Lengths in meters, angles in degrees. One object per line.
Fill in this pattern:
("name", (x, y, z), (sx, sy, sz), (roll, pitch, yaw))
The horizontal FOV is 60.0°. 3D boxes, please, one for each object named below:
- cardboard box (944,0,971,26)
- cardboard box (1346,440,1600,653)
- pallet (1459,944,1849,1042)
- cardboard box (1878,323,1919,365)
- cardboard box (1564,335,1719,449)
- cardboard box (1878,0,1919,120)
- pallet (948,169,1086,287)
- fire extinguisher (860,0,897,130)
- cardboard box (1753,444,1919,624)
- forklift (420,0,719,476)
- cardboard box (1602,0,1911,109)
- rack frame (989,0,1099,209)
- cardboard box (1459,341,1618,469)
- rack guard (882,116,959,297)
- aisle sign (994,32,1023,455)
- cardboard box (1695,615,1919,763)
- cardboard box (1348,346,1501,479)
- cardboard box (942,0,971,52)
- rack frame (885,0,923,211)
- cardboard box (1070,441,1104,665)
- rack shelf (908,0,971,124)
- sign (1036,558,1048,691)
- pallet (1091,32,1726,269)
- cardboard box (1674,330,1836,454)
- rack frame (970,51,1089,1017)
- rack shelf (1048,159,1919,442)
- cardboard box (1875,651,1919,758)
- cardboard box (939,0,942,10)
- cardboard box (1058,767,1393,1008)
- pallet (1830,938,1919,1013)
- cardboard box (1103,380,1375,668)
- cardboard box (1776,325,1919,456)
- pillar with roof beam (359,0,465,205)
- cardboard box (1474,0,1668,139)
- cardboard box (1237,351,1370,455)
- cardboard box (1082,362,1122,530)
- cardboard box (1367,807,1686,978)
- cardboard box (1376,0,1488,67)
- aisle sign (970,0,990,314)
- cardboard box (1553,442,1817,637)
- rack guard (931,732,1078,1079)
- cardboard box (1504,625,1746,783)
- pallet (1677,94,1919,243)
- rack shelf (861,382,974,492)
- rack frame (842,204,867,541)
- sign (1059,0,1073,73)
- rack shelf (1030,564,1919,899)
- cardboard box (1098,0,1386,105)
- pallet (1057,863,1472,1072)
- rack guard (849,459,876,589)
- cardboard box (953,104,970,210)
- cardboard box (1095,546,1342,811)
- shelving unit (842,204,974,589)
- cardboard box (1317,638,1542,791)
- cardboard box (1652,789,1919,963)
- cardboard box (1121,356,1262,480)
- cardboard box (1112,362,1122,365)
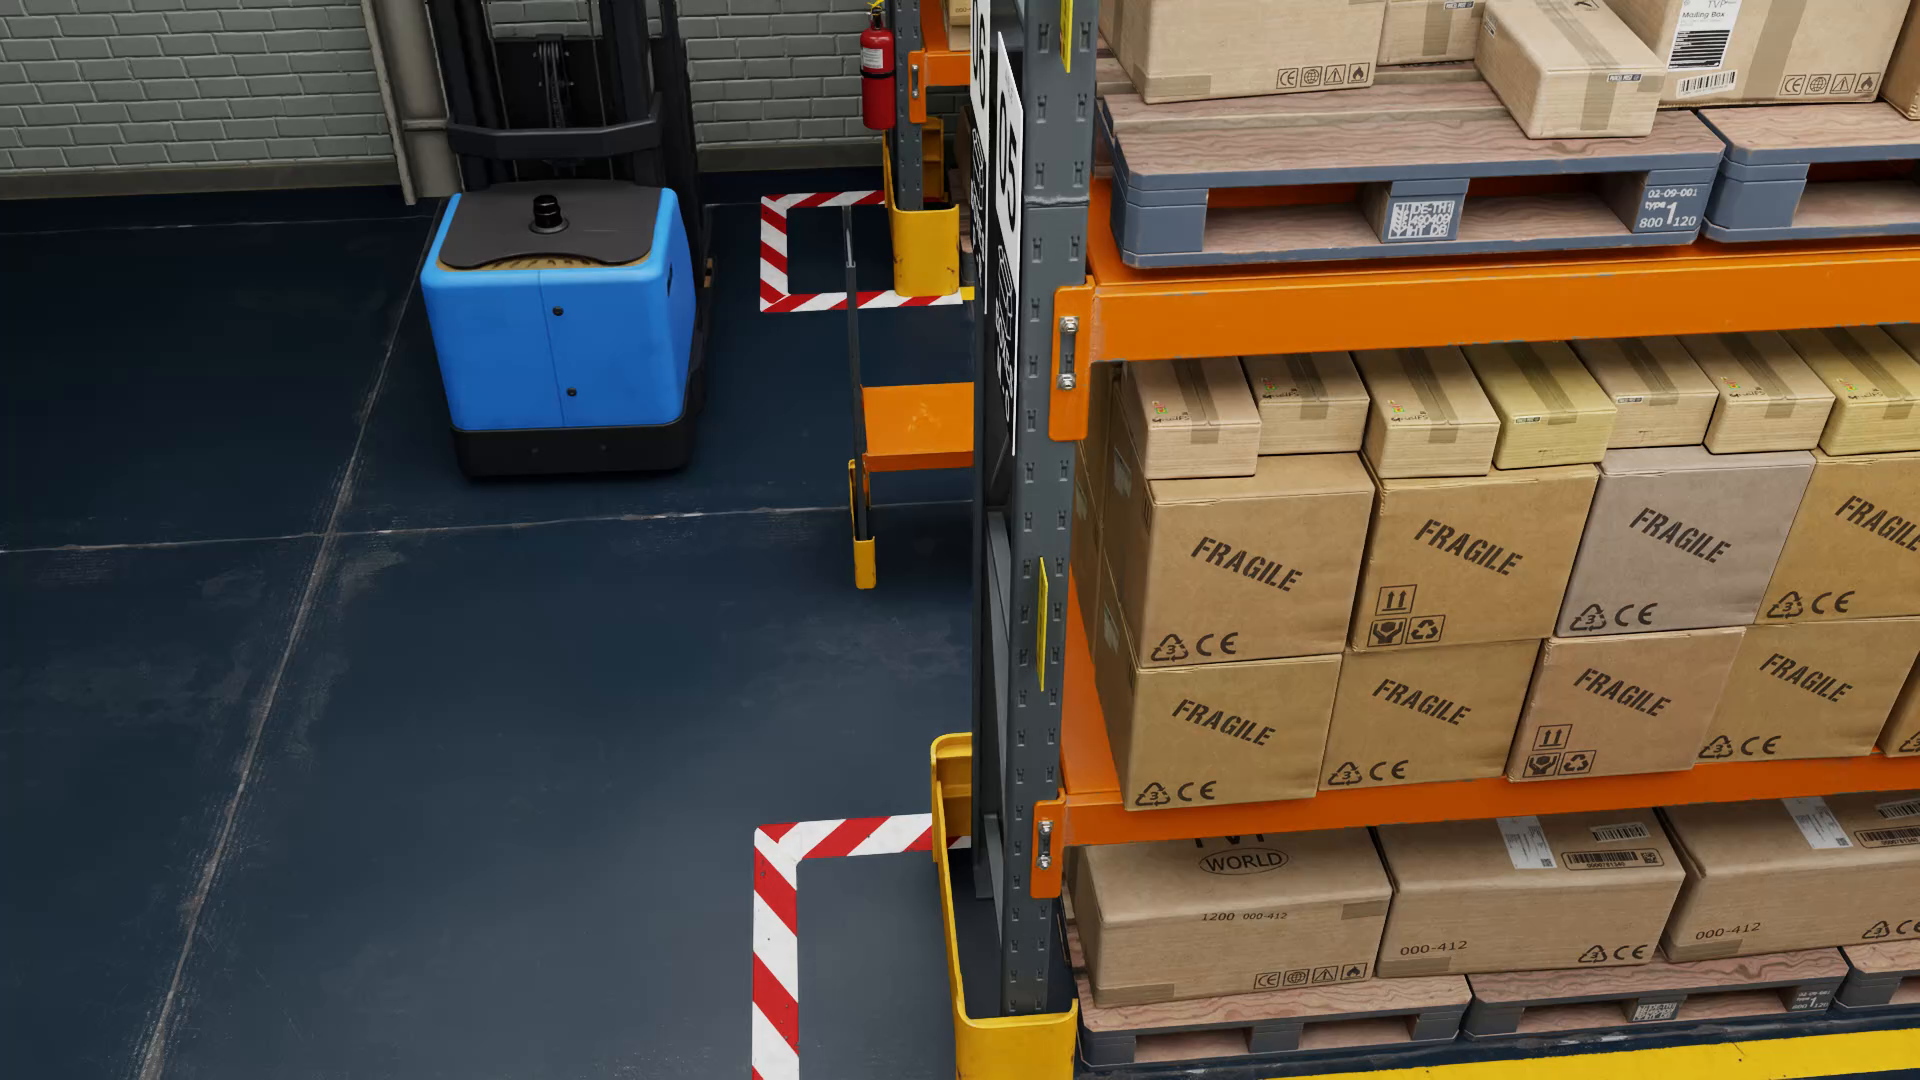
("cardboard box", (0.177, -2.755, 8.201), (0.500, 0.250, 0.500), (-3, 38, -4))
("cardboard box", (1.162, -0.091, 4.056), (0.500, 0.500, 0.500), (-4, 38, -5))
("pallet", (2.146, 1.162, 5.607), (1.213, 0.211, 1.003), (-3, 38, -4))
("cardboard box", (2.328, -0.414, 3.942), (0.250, 0.149, 0.380), (-3, 38, -4))
("cardboard box", (1.564, -0.385, 3.905), (0.250, 0.149, 0.380), (-3, 38, -4))
("cardboard box", (2.166, -1.215, 3.446), (0.500, 0.500, 0.500), (-3, 38, -3))
("pallet", (0.571, -1.792, 9.351), (1.213, 0.211, 1.003), (-3, 38, -4))
("fire extinguisher", (-0.405, -2.368, 8.193), (0.183, 0.674, 0.296), (-3, 38, -4))
("cardboard box", (2.171, -0.152, 4.133), (0.500, 0.500, 0.500), (-3, 38, -4))
("forklift", (-1.841, -2.334, 7.842), (1.130, 2.935, 3.031), (-2, 38, -3))
("cardboard box", (1.640, -1.174, 3.547), (0.500, 0.311, 0.500), (-2, 38, -3))
("rack frame", (0.144, -2.131, 2.686), (0.127, 3.000, 1.000), (-3, 38, -4))
("cardboard box", (1.307, -0.338, 3.845), (0.250, 0.149, 0.380), (-4, 38, -5))
("rack guard", (-0.223, -1.861, 9.205), (0.348, 0.500, 1.175), (-3, 38, -4))
("aisle sign", (0.098, -0.613, 3.507), (0.004, 0.787, 0.394), (-3, 38, -4))
("cardboard box", (2.155, 0.236, 4.448), (0.500, 0.500, 0.500), (-2, 38, -2))
("cardboard box", (1.046, -0.313, 3.813), (0.250, 0.149, 0.380), (-2, 38, -3))
("cardboard box", (0.053, -2.588, 8.311), (0.250, 0.149, 0.380), (-3, 38, -4))
("rack frame", (-0.299, -2.838, 8.425), (0.127, 3.000, 1.000), (-3, 38, -4))
("cardboard box", (0.601, -0.005, 4.754), (0.500, 0.500, 0.500), (-3, 38, -4))
("rack shelf", (1.693, -2.665, 8.787), (4.000, 0.370, 1.077), (-3, 38, -4))
("sign", (0.188, 0.196, 3.817), (0.005, 0.325, 0.100), (-3, 38, -4))
("pallet", (0.882, -0.966, 3.702), (1.213, 0.211, 1.003), (-3, 38, -4))
("cardboard box", (1.816, -0.373, 3.889), (0.250, 0.149, 0.380), (-3, 38, -4))
("rack frame", (0.144, 0.224, 4.544), (0.127, 3.000, 1.000), (-3, 38, -4))
("rack shelf", (2.137, -0.781, 3.977), (4.000, 0.370, 1.077), (-3, 38, -4))
("cardboard box", (2.678, 0.217, 4.473), (0.500, 0.500, 0.500), (-4, 38, -5))
("cardboard box", (0.007, -2.923, 8.736), (0.250, 0.149, 0.380), (-4, 38, -4))
("cardboard box", (0.793, 0.967, 5.332), (0.875, 0.438, 0.875), (-4, 38, -6))
("pallet", (3.364, 1.093, 5.694), (1.213, 0.211, 1.003), (-3, 38, -4))
("cardboard box", (0.648, -0.058, 4.014), (0.500, 0.500, 0.500), (-4, 38, -5))
("cardboard box", (2.071, -0.370, 3.886), (0.250, 0.149, 0.380), (-4, 38, -5))
("pillar with roof beam", (-2.683, -2.945, 3.718), (0.400, 9.000, 9.100), (-3, 38, -4))
("cardboard box", (1.249, -0.977, 3.428), (0.250, 0.149, 0.380), (-2, 38, -2))
("cardboard box", (0.777, -0.369, 3.885), (0.250, 0.149, 0.380), (-2, 38, -3))
("cardboard box", (0.604, -0.381, 4.423), (0.500, 0.500, 0.500), (-2, 38, -2))
("cardboard box", (1.704, 0.912, 5.402), (0.875, 0.438, 0.875), (-2, 38, -3))
("cardboard box", (0.995, -1.211, 3.725), (0.250, 0.149, 0.380), (-6, 39, -7))
("aisle sign", (0.045, -0.984, 3.976), (0.004, 0.787, 0.394), (-3, 38, -4))
("cardboard box", (1.674, -0.124, 4.097), (0.500, 0.500, 0.500), (-3, 38, -4))
("rack guard", (0.120, 1.207, 5.317), (0.348, 0.500, 1.175), (-3, 38, -4))
("cardboard box", (1.658, 0.274, 4.400), (0.500, 0.500, 0.500), (-3, 38, -4))
("pallet", (2.100, -1.035, 3.790), (1.213, 0.211, 1.003), (-3, 38, -4))
("rack shelf", (0.085, -0.452, 6.903), (1.000, 0.185, 0.538), (-3, 38, -4))
("rack frame", (-0.421, -0.566, 6.756), (0.032, 1.500, 0.500), (-3, 38, -4))
("sign", (0.188, -0.985, 2.885), (0.005, 0.325, 0.100), (-3, 38, -4))
("rack shelf", (2.137, 0.397, 4.906), (4.000, 0.370, 1.077), (-3, 38, -4))
("cardboard box", (0.585, -1.179, 3.602), (0.500, 0.250, 0.500), (-6, 39, -8))
("pallet", (0.934, 1.227, 5.525), (1.213, 0.211, 1.003), (-3, 38, -4))
("rack guard", (-0.420, -0.075, 7.143), (0.087, 0.250, 0.587), (-3, 38, -4))
("cardboard box", (0.319, -1.998, 9.037), (0.637, 0.503, 0.797), (-5, 39, -6))
("cardboard box", (0.648, 0.336, 4.322), (0.500, 0.500, 0.500), (-3, 38, -4))
("shelving unit", (0.076, -0.593, 6.791), (1.083, 1.500, 0.587), (-3, 38, -4))
("cardboard box", (1.149, 0.291, 4.379), (0.500, 0.500, 0.500), (-4, 38, -5))
("cardboard box", (2.602, 0.864, 5.463), (0.875, 0.438, 0.875), (-4, 38, -5))
("cardboard box", (0.523, -0.311, 3.811), (0.250, 0.149, 0.380), (-2, 38, -3))
("cardboard box", (0.484, -0.605, 4.184), (0.250, 0.149, 0.380), (-3, 38, -3))
